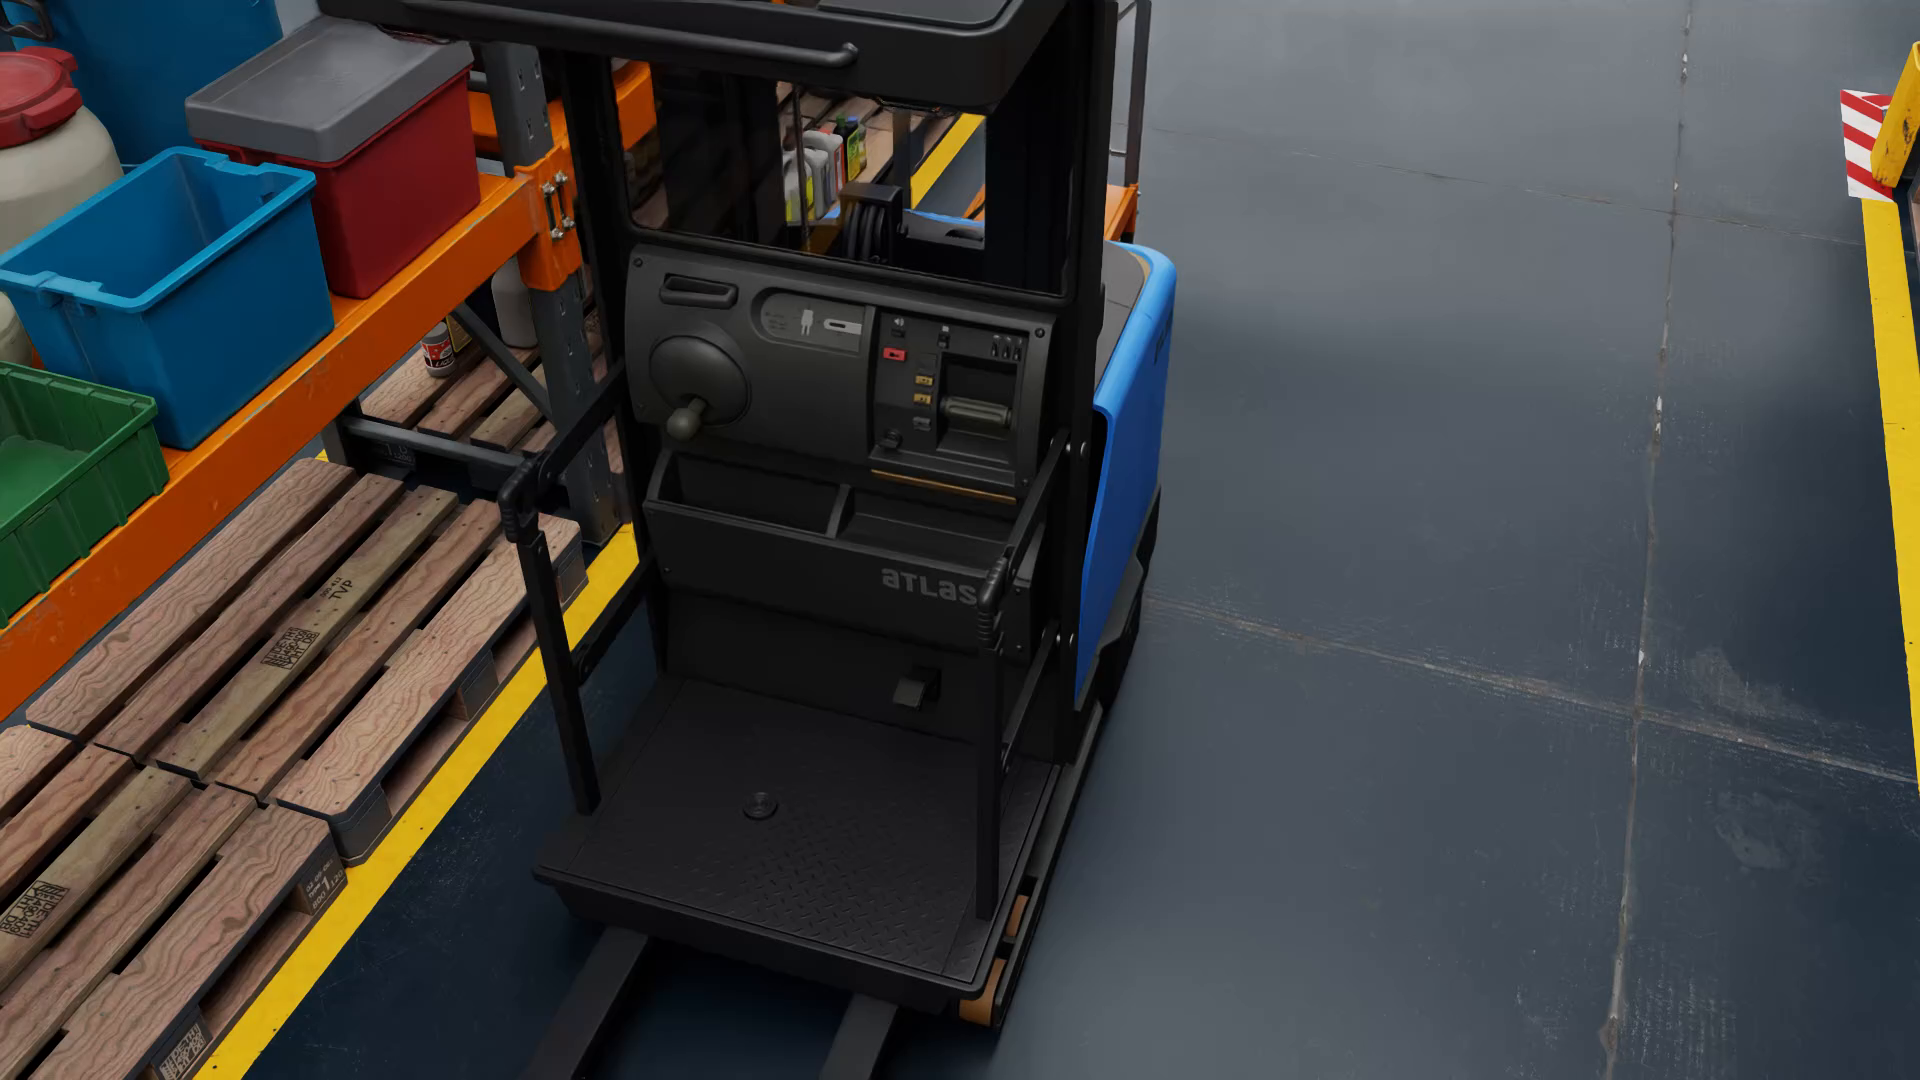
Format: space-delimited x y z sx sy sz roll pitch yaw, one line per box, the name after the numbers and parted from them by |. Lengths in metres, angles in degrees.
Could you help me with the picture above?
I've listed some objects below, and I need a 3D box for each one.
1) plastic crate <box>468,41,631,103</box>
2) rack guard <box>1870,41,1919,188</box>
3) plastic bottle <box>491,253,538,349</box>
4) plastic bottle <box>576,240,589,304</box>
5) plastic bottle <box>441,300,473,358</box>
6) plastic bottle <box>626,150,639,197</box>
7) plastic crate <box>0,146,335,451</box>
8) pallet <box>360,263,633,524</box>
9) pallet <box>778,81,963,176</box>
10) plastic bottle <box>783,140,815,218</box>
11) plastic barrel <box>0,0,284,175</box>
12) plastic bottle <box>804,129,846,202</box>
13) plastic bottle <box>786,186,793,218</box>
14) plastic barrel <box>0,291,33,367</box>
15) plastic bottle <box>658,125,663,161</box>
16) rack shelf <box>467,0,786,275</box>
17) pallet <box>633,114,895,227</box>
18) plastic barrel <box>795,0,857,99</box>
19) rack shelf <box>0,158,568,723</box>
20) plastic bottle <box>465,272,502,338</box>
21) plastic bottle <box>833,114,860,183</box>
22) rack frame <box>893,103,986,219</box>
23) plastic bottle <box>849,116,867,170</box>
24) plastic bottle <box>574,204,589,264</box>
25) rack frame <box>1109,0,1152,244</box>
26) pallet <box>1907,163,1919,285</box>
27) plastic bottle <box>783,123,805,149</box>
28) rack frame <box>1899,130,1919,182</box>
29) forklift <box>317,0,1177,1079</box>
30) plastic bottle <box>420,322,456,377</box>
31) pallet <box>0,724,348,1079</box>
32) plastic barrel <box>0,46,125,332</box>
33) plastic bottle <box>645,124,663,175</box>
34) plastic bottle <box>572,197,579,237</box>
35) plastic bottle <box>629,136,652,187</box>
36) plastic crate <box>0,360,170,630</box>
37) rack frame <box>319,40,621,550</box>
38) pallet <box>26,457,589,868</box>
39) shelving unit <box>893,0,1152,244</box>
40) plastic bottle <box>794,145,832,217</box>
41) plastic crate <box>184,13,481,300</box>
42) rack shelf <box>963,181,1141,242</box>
-1.274 -1.528 4.777 0.767 0.338 0.504 13 42 15 | plastic crate
4.457 -1.662 6.813 1.175 0.500 0.348 13 42 15 | rack guard
-1.487 -0.845 5.631 0.144 0.351 0.185 13 42 15 | plastic bottle
-1.410 -0.948 5.809 0.152 0.276 0.135 13 42 15 | plastic bottle
-1.718 -0.761 5.585 0.061 0.283 0.133 15 43 17 | plastic bottle
-1.303 -1.436 6.439 0.097 0.201 0.097 0 40 0 | plastic bottle
-1.657 -0.512 3.552 0.392 0.384 0.575 13 42 15 | plastic crate
-1.303 -0.600 5.790 1.003 0.211 1.213 13 42 15 | pallet
-0.469 -2.088 7.535 1.003 0.211 1.213 13 42 15 | pallet
-0.633 -1.308 6.174 0.144 0.351 0.185 15 43 17 | plastic bottle
-1.989 -1.282 4.056 0.600 0.901 0.708 13 42 15 | plastic barrel
-0.532 -1.466 6.417 0.152 0.276 0.135 14 42 15 | plastic bottle
-0.696 -1.194 6.041 0.144 0.351 0.185 13 42 15 | plastic bottle
-2.169 -0.434 3.555 0.301 0.262 0.301 0 40 0 | plastic barrel
-1.212 -1.663 6.642 0.061 0.283 0.133 14 42 16 | plastic bottle
-0.888 -2.206 6.079 1.077 0.370 4.000 13 42 15 | rack shelf
-0.888 -1.346 6.665 1.003 0.211 1.213 13 42 15 | pallet
-0.529 -2.189 7.098 0.421 0.512 0.421 0 40 0 | plastic barrel
-2.256 0.233 3.220 1.077 0.370 4.000 13 42 15 | rack shelf
-1.623 -0.877 5.668 0.144 0.351 0.185 12 42 14 | plastic bottle
-0.443 -1.541 6.499 0.061 0.283 0.133 14 43 16 | plastic bottle
0.056 -0.710 4.927 0.500 1.500 0.032 12 42 13 | rack frame
-0.421 -1.585 6.614 0.097 0.201 0.097 0 40 0 | plastic bottle
-1.342 -1.158 6.050 0.061 0.283 0.133 13 42 15 | plastic bottle
0.366 -1.339 5.663 0.500 1.500 0.032 12 42 13 | rack frame
4.227 -1.062 6.332 1.003 0.211 1.213 13 42 15 | pallet
-0.633 -1.492 6.442 0.061 0.283 0.133 13 42 15 | plastic bottle
4.449 -2.598 5.984 1.000 3.000 0.127 13 42 15 | rack frame
-0.330 -0.273 3.312 1.130 2.935 3.031 12 42 13 | forklift
-1.741 -0.653 5.522 0.097 0.201 0.097 0 40 0 | plastic bottle
-2.220 1.035 3.874 1.003 0.211 1.213 13 42 15 | pallet
-2.106 -0.777 3.745 0.433 0.535 0.433 0 40 0 | plastic barrel
-1.235 -1.584 6.558 0.097 0.271 0.097 0 40 0 | plastic bottle
-1.447 -1.191 6.036 0.144 0.351 0.185 13 42 15 | plastic bottle
-1.269 -1.523 6.487 0.097 0.271 0.097 0 40 0 | plastic bottle
-1.903 -0.055 3.166 0.450 0.188 0.662 13 42 15 | plastic crate
-1.572 -1.260 4.416 1.000 3.000 0.127 13 42 15 | rack frame
-1.804 0.288 4.750 1.003 0.211 1.213 13 42 15 | pallet
0.208 -1.019 5.288 0.587 1.500 1.083 12 42 13 | shelving unit
-0.580 -1.381 6.318 0.152 0.276 0.135 12 42 14 | plastic bottle
-1.450 -0.921 3.969 0.402 0.464 0.583 13 42 15 | plastic crate
0.211 -0.887 5.412 0.538 0.185 1.000 12 42 13 | rack shelf
